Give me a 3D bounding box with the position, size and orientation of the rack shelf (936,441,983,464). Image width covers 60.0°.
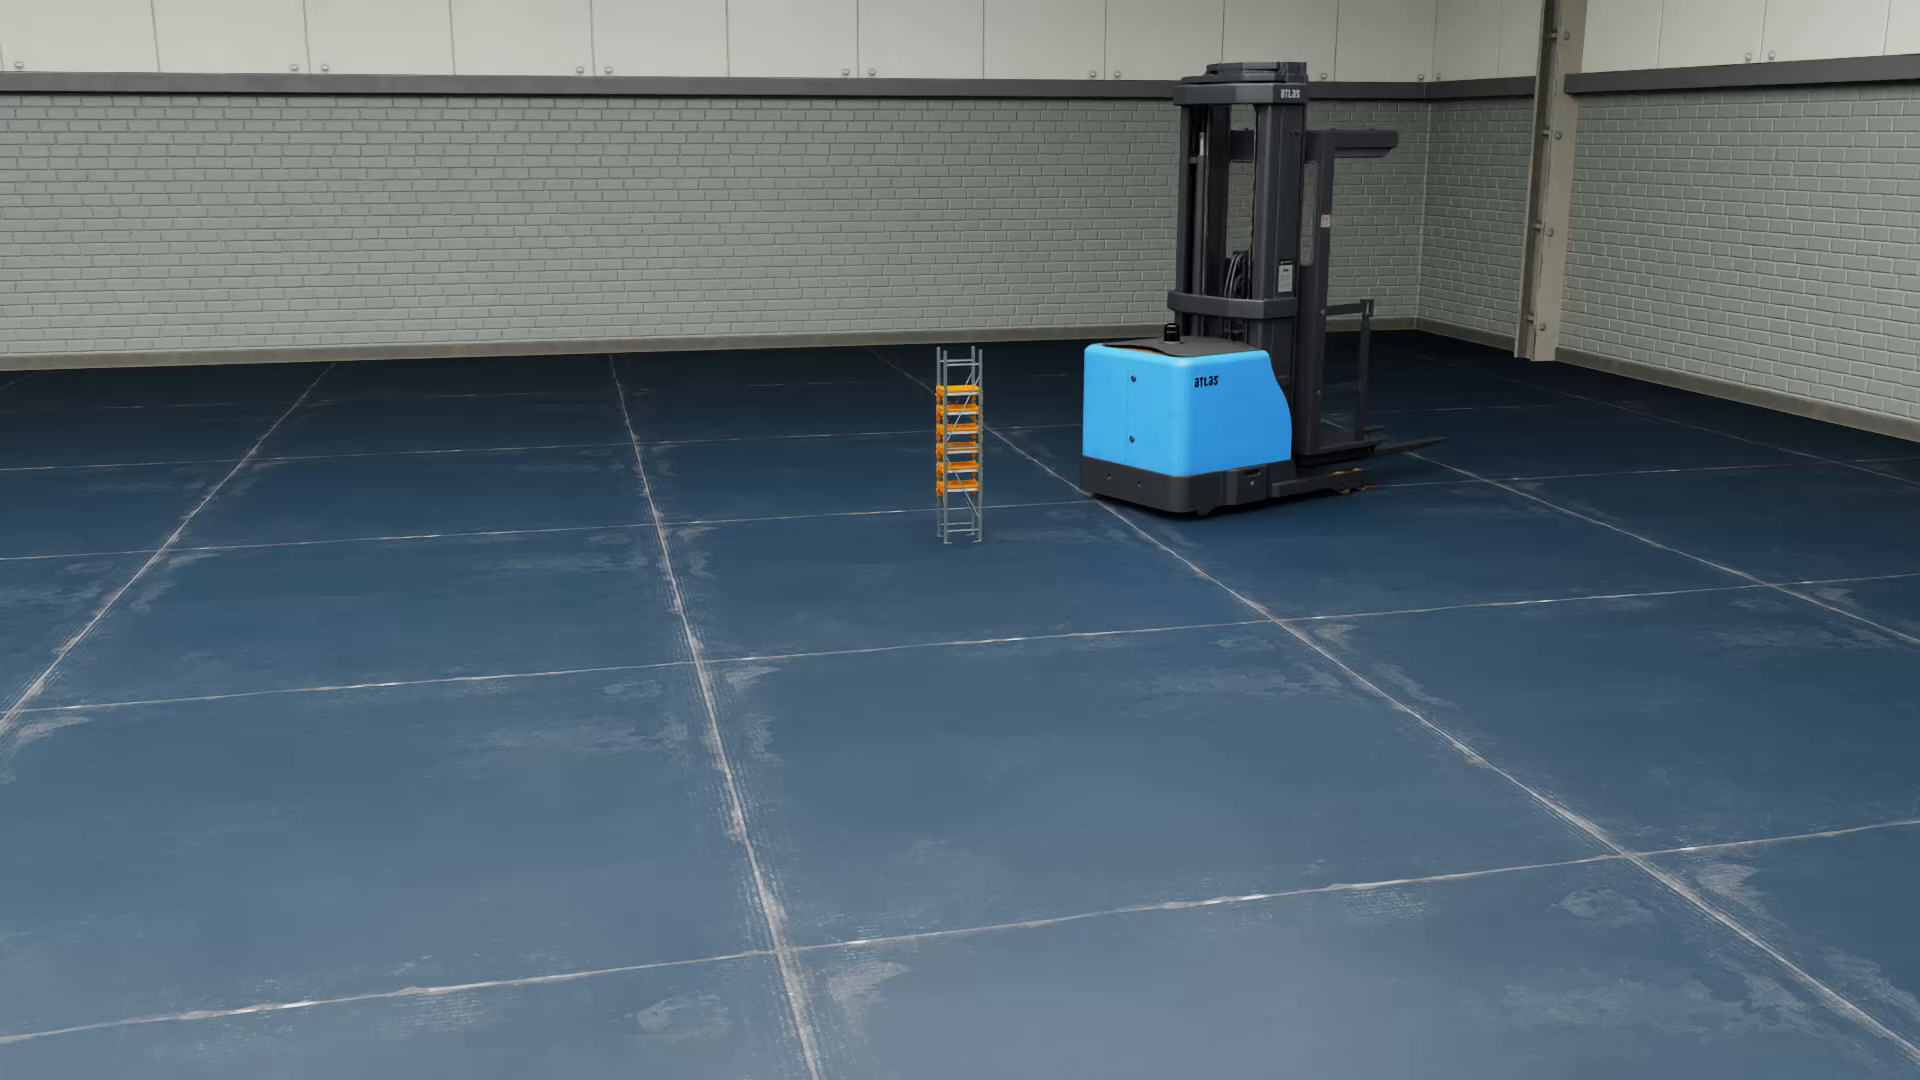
[{"bbox_3d":[-0.003,-0.543,10.309,0.258,0.103,0.180,-3,14,-13],"label":"rack shelf"}]

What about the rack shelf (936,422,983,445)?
[{"bbox_3d":[-0.003,-0.660,10.280,0.258,0.103,0.180,-3,14,-13],"label":"rack shelf"}]

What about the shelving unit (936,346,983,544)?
[{"bbox_3d":[-0.003,-0.586,10.298,0.258,1.200,0.189,-3,14,-13],"label":"shelving unit"}]

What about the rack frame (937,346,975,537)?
[{"bbox_3d":[-0.025,-0.607,10.385,0.240,1.200,0.006,-3,14,-13],"label":"rack frame"}]

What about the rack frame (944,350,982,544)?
[{"bbox_3d":[0.018,-0.565,10.212,0.240,1.200,0.006,-3,14,-13],"label":"rack frame"}]

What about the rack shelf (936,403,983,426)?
[{"bbox_3d":[-0.003,-0.776,10.252,0.258,0.103,0.180,-3,14,-13],"label":"rack shelf"}]

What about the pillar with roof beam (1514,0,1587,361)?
[{"bbox_3d":[2.332,-6.186,16.787,9.100,9.000,0.400,-3,14,-13],"label":"pillar with roof beam"}]

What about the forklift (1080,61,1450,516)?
[{"bbox_3d":[2.323,-1.835,11.761,3.031,2.935,1.130,-10,17,-35],"label":"forklift"}]

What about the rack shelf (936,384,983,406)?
[{"bbox_3d":[-0.003,-0.893,10.223,0.258,0.103,0.180,-3,14,-13],"label":"rack shelf"}]

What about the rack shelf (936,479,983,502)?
[{"bbox_3d":[-0.003,-0.310,10.366,0.258,0.103,0.180,-3,14,-13],"label":"rack shelf"}]

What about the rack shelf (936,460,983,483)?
[{"bbox_3d":[-0.003,-0.426,10.337,0.258,0.103,0.180,-3,14,-13],"label":"rack shelf"}]
